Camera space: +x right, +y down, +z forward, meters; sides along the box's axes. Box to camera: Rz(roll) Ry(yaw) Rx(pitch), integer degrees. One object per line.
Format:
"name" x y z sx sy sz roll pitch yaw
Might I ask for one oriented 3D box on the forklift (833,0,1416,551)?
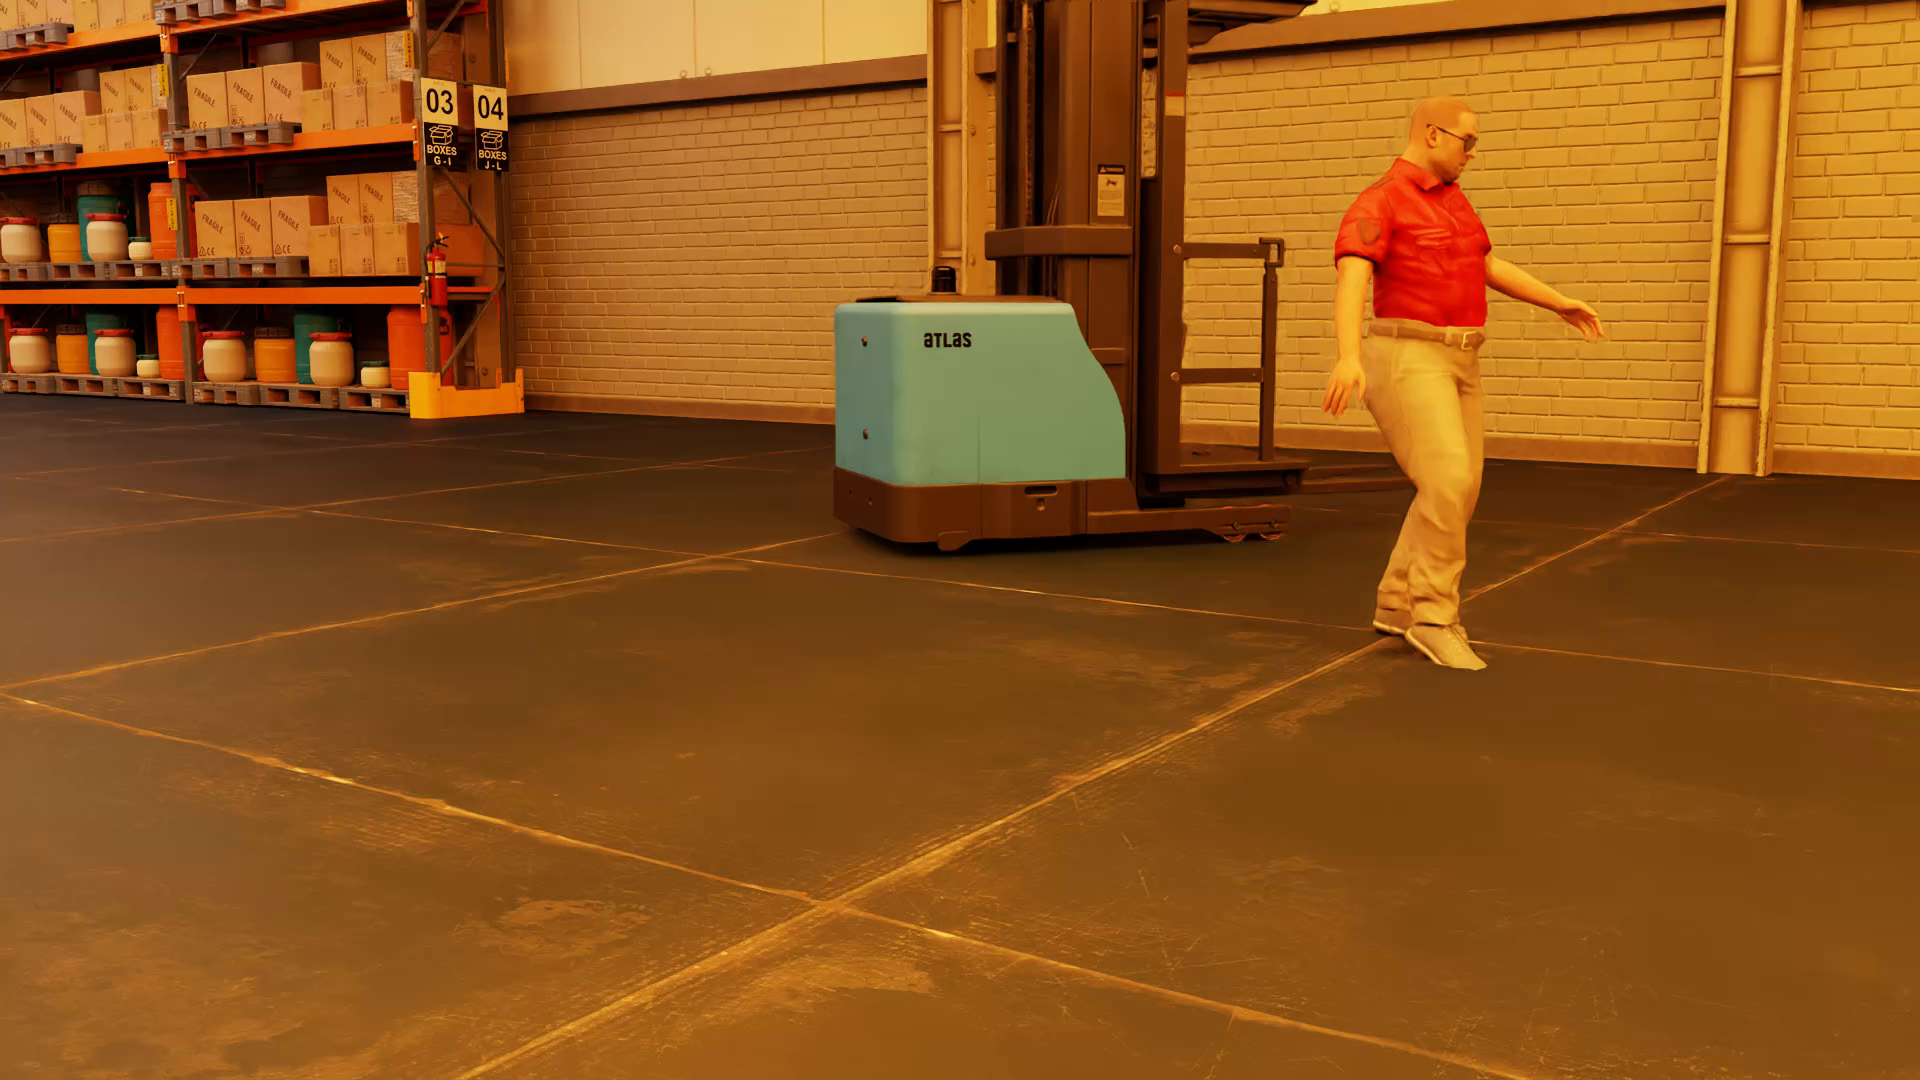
"forklift" 0.973 -1.507 7.788 3.031 2.935 1.130 -3 9 -20

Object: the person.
"person" 1.500 -0.470 5.104 0.991 1.766 0.578 -7 11 -40
